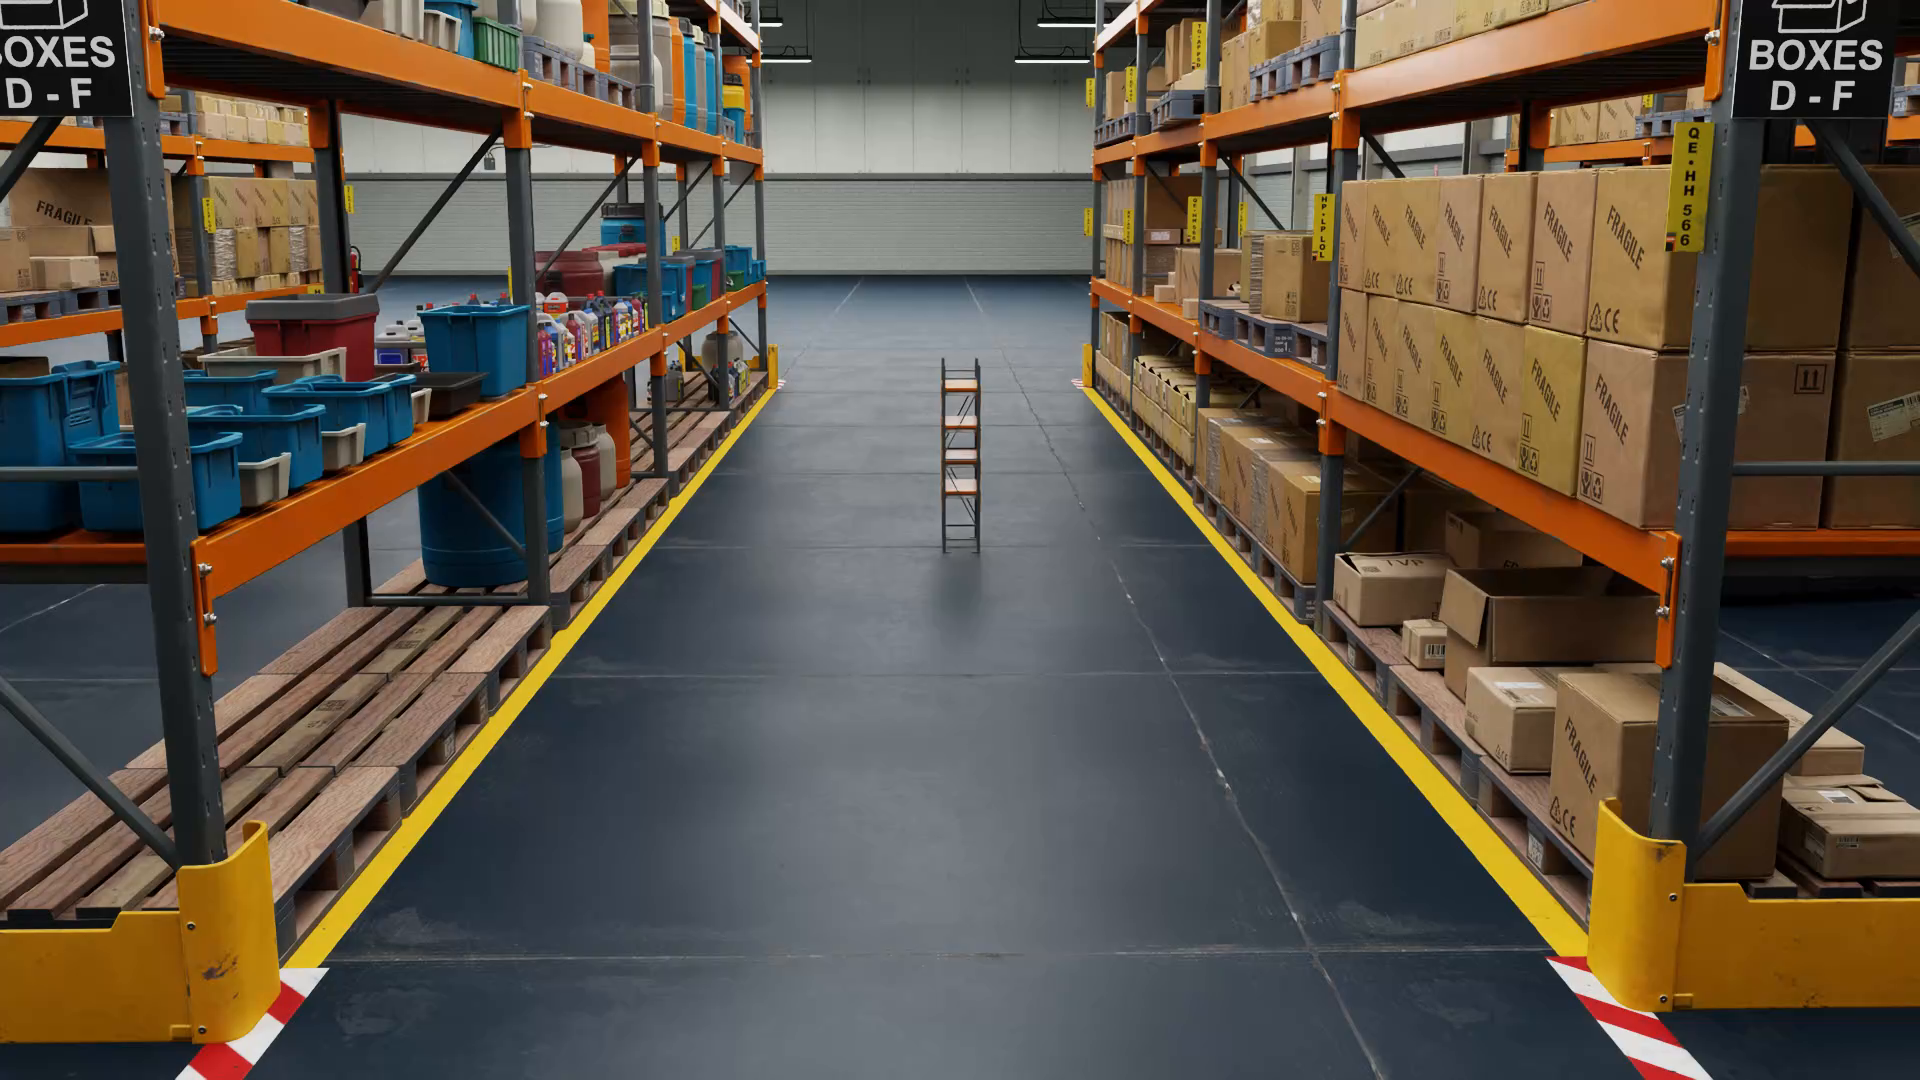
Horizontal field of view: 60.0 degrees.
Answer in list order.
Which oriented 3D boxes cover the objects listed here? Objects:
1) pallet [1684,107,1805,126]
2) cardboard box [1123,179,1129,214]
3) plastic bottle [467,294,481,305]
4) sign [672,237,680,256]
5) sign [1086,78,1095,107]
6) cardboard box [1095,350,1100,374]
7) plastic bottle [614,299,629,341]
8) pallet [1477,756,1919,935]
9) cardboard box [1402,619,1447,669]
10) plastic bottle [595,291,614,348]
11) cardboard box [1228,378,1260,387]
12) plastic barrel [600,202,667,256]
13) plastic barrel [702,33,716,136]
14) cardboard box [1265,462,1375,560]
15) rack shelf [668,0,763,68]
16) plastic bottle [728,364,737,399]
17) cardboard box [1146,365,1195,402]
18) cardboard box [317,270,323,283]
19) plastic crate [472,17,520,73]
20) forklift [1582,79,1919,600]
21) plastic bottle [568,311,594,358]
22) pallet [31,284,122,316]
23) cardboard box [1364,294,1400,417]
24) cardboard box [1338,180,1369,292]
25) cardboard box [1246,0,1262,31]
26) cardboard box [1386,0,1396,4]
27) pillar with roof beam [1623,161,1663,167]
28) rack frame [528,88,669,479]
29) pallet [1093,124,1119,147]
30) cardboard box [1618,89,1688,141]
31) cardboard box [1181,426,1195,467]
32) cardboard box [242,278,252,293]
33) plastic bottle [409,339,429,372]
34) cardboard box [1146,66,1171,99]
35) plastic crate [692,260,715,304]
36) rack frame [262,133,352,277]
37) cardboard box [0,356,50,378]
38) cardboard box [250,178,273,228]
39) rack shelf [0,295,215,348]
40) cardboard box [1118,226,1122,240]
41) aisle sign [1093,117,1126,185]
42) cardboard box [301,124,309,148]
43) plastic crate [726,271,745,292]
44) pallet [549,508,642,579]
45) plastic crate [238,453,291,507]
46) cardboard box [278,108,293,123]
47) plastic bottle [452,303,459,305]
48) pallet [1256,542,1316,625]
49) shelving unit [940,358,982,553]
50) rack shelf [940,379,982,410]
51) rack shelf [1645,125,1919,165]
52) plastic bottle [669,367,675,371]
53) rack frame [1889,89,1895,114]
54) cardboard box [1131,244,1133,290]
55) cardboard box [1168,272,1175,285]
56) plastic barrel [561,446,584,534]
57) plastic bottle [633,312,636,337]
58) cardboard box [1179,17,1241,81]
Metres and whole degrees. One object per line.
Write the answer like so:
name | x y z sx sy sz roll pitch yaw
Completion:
pallet | 7.066 -3.638 14.373 1.213 0.211 1.003 0 11 -1
cardboard box | 2.136 -3.640 17.943 0.700 0.500 0.500 0 11 -1
plastic bottle | -2.974 -1.334 10.215 0.144 0.351 0.185 0 11 -1
sign | -3.403 -3.478 19.960 0.100 0.325 0.005 0 11 -1
sign | 1.545 -5.299 19.692 0.100 0.325 0.005 0 11 -1
cardboard box | 1.888 -2.114 19.793 0.500 0.250 0.500 0 11 -1
plastic bottle | -2.256 -1.465 11.060 0.097 0.271 0.097 0 11 0
pallet | 2.411 1.011 5.547 1.003 0.211 1.213 0 11 -1
cardboard box | 2.168 0.452 7.308 0.380 0.166 0.250 0 11 -1
plastic bottle | -2.267 -1.391 10.496 0.144 0.351 0.185 0 11 -1
cardboard box | 2.520 -1.217 13.962 0.500 0.311 0.500 -1 11 -3
plastic barrel | -3.065 -2.716 15.640 0.600 0.901 0.708 0 11 -1
plastic barrel | -2.543 -4.164 15.233 0.600 0.901 0.708 0 11 -1
cardboard box | 2.049 -0.163 9.500 0.500 0.500 0.500 0 11 -1
rack shelf | -2.811 -5.337 17.549 1.077 0.370 4.000 0 11 -1
plastic bottle | -2.372 -1.628 17.094 0.144 0.351 0.185 0 11 0
cardboard box | 1.959 -1.415 14.940 0.500 0.311 0.500 -1 11 -3
cardboard box | -7.531 -3.045 19.155 0.380 0.149 0.250 0 11 -1
plastic crate | -2.294 -2.241 7.550 0.450 0.188 0.662 0 11 -1
forklift | 5.232 -1.210 9.651 3.031 2.935 1.130 -3 12 -14
plastic bottle | -2.257 -1.221 9.844 0.152 0.276 0.135 0 11 -1
pallet | -7.721 -2.032 14.013 1.003 0.211 1.213 0 11 -1
cardboard box | 2.099 -0.822 7.316 0.500 0.500 0.500 0 11 0
cardboard box | 2.076 -1.422 7.756 0.500 0.500 0.500 0 11 0
cardboard box | 2.268 -3.695 11.417 0.500 0.500 0.500 0 11 -1
cardboard box | 2.121 -2.422 7.029 0.500 0.250 0.500 0 11 -1
pillar with roof beam | 3.627 -6.171 18.843 9.100 9.000 0.400 0 11 -1
rack frame | -2.687 -1.753 12.156 1.000 3.000 0.127 0 11 -1
pallet | 2.088 -4.649 19.108 1.003 0.211 1.213 0 11 -1
cardboard box | 6.877 -4.218 16.458 0.500 0.500 0.500 0 11 0
cardboard box | 2.010 -0.734 12.994 0.500 0.250 0.500 0 11 0
cardboard box | -7.465 -2.598 16.951 0.380 0.149 0.250 0 11 -1
plastic bottle | -2.812 -0.942 8.656 0.097 0.201 0.097 0 11 0
cardboard box | 2.274 -4.691 17.424 0.797 0.503 0.637 1 12 5
plastic crate | -2.436 -2.322 15.002 0.392 0.384 0.575 0 11 -1
rack frame | -7.805 -3.323 19.894 1.000 3.000 0.127 0 11 -1
cardboard box | -7.704 -1.329 13.361 0.500 0.250 0.500 1 12 5
cardboard box | -7.499 -3.502 17.262 0.500 0.500 0.500 0 11 -1
rack shelf | -7.681 -1.778 14.086 1.077 0.370 4.000 0 11 -1
cardboard box | 1.923 -3.345 18.121 0.380 0.149 0.250 0 11 -1
aisle sign | 1.792 -4.649 19.891 0.394 0.787 0.004 0 11 -1
cardboard box | -7.527 -4.525 18.654 0.500 0.250 0.500 0 11 -1
plastic crate | -2.516 -2.715 17.432 0.450 0.188 0.662 0 11 -1
pallet | -2.607 0.012 10.469 1.003 0.211 1.213 0 11 -1
plastic crate | -2.122 -0.177 4.902 0.250 0.136 0.298 0 11 -1
cardboard box | -7.467 -4.602 18.030 0.380 0.149 0.250 -1 11 -4
plastic bottle | -2.811 -1.152 9.319 0.144 0.351 0.185 0 11 -1
pallet | 2.293 0.228 9.406 1.003 0.211 1.213 0 11 -1
shelving unit | 0.003 -0.555 10.778 0.258 1.200 0.503 0 11 -1
rack shelf | 0.003 -0.940 10.699 0.258 0.148 0.480 0 11 -1
rack shelf | 7.176 -3.309 14.089 1.077 0.370 4.000 0 11 -1
plastic bottle | -3.082 -1.690 17.591 0.152 0.276 0.135 0 11 0
rack frame | 7.217 -1.794 12.356 1.000 3.000 0.127 0 11 -1
cardboard box | 2.149 -2.810 17.113 0.700 0.500 0.500 0 11 -2
cardboard box | 2.236 -2.397 15.705 0.500 0.250 0.500 0 11 2
plastic barrel | -2.536 -0.306 10.224 0.421 0.512 0.421 0 11 0
plastic bottle | -2.262 -1.489 11.353 0.097 0.201 0.097 0 11 0
cardboard box | 2.190 -4.302 14.609 0.500 0.500 0.500 1 12 4
